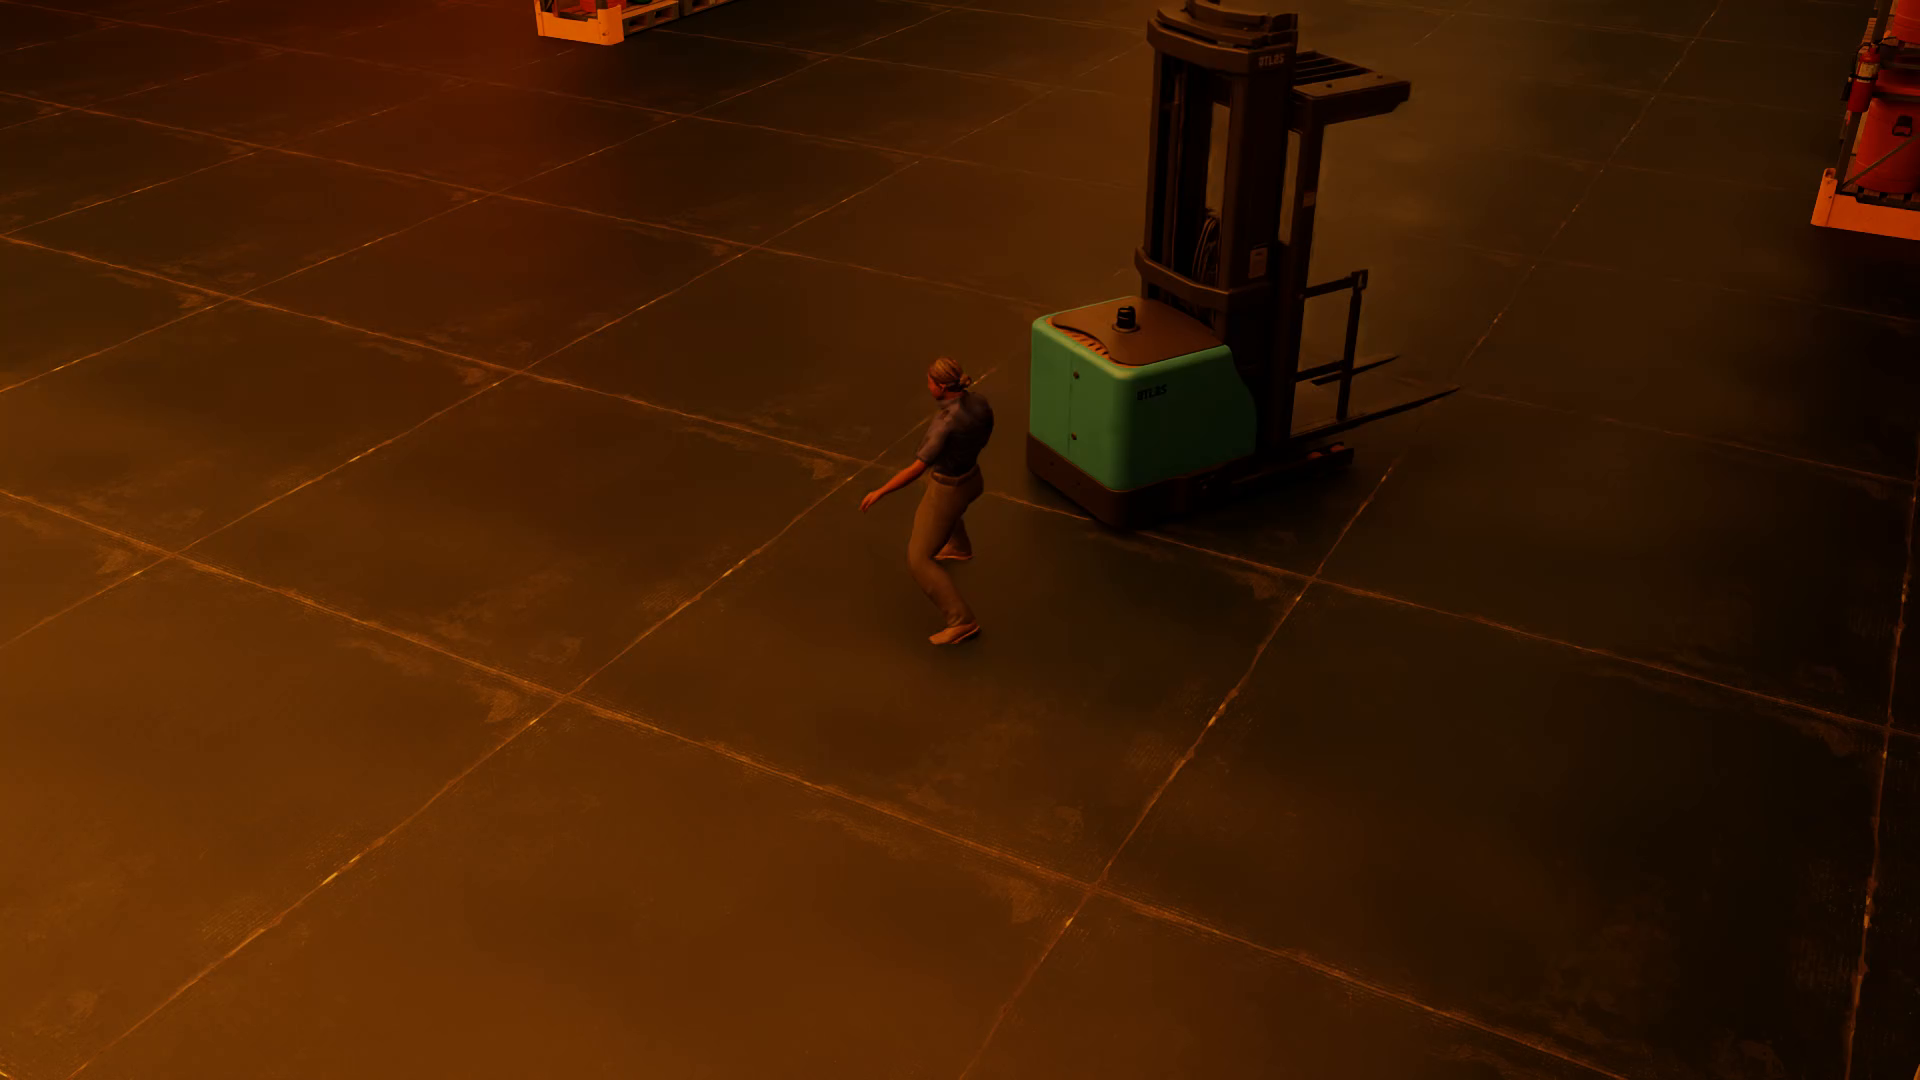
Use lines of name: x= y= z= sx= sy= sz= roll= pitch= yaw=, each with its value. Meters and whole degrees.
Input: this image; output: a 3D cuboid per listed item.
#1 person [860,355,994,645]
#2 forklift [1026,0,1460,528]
person: x=-0.086 y=-0.285 z=9.024 sx=0.691 sy=1.536 sz=0.878 roll=18 pitch=34 yaw=28
forklift: x=1.955 y=-1.878 z=10.325 sx=3.031 sy=2.935 sz=1.130 roll=-17 pitch=34 yaw=-26
